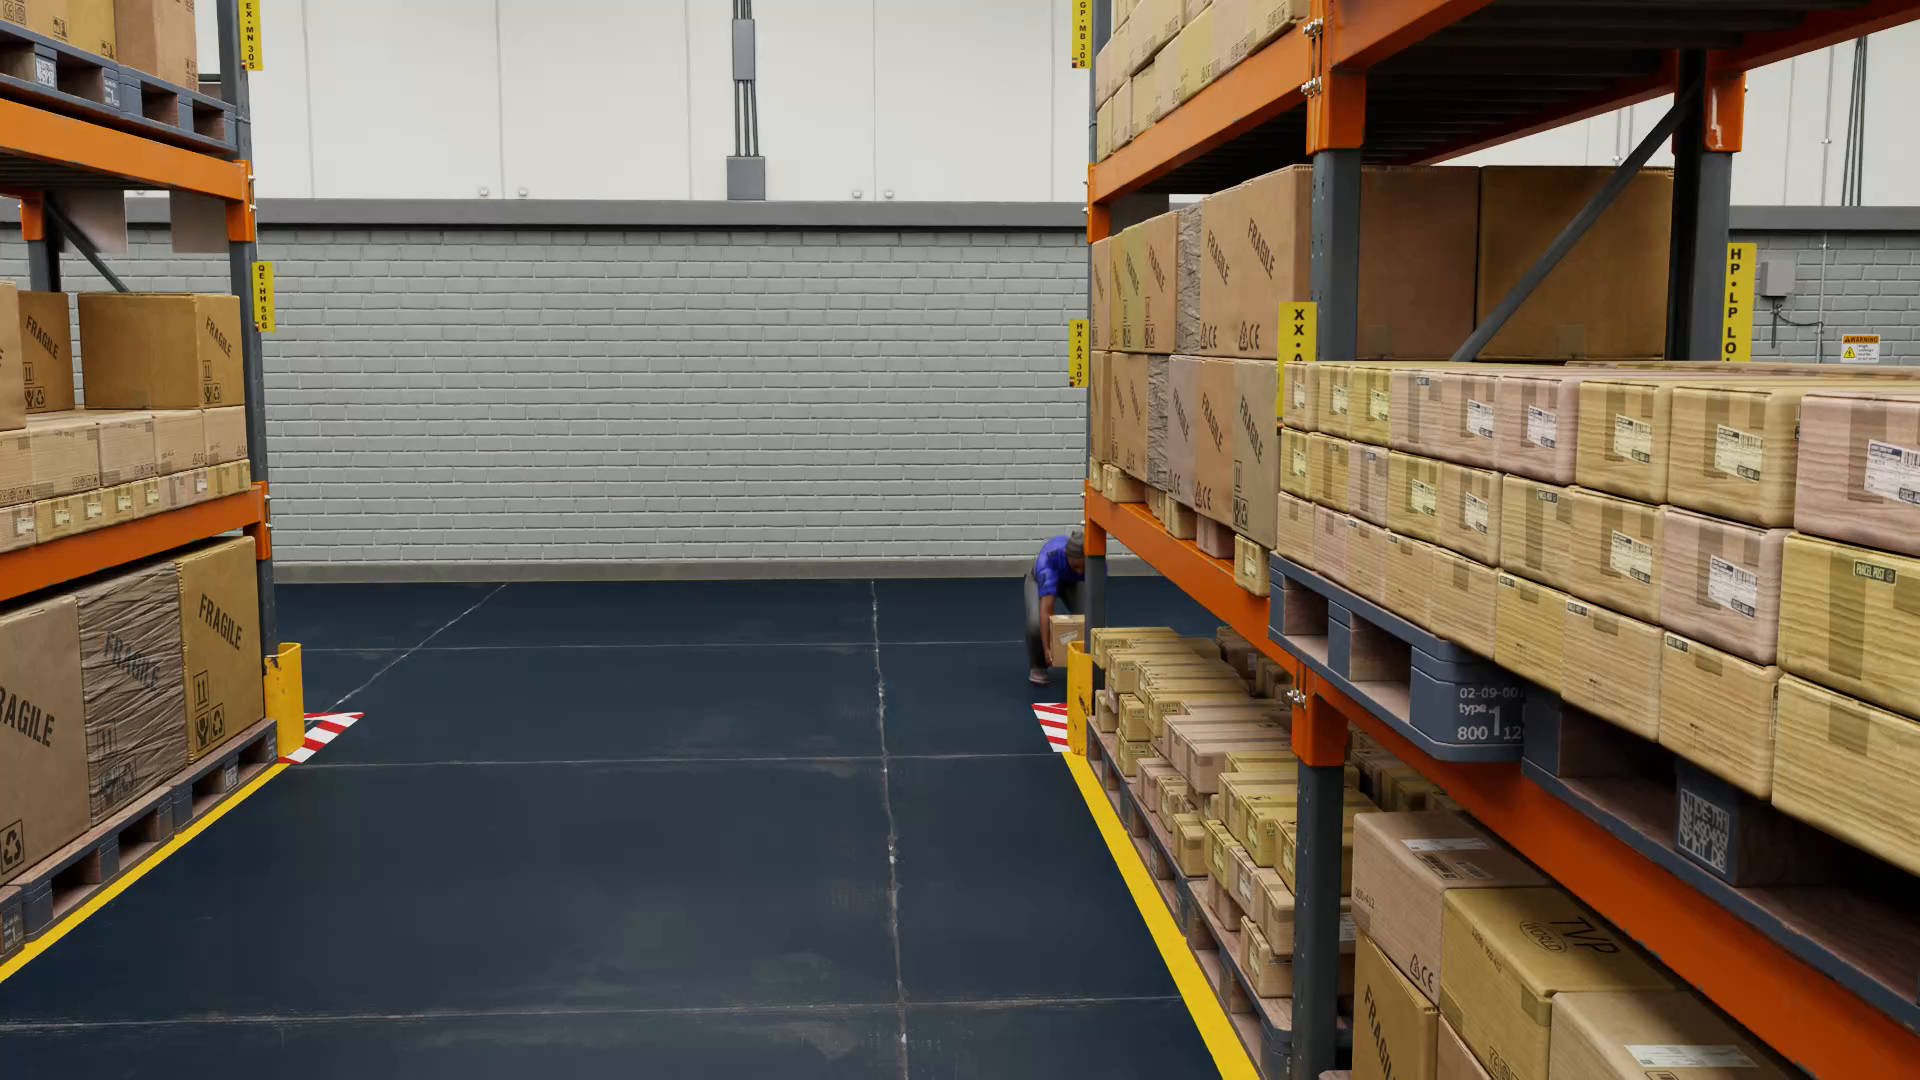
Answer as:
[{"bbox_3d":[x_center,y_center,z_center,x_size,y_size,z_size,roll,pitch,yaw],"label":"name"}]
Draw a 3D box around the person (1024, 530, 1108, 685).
[{"bbox_3d":[0.611,0.390,9.613,0.468,0.931,0.855,-1,7,-6],"label":"person"}]
